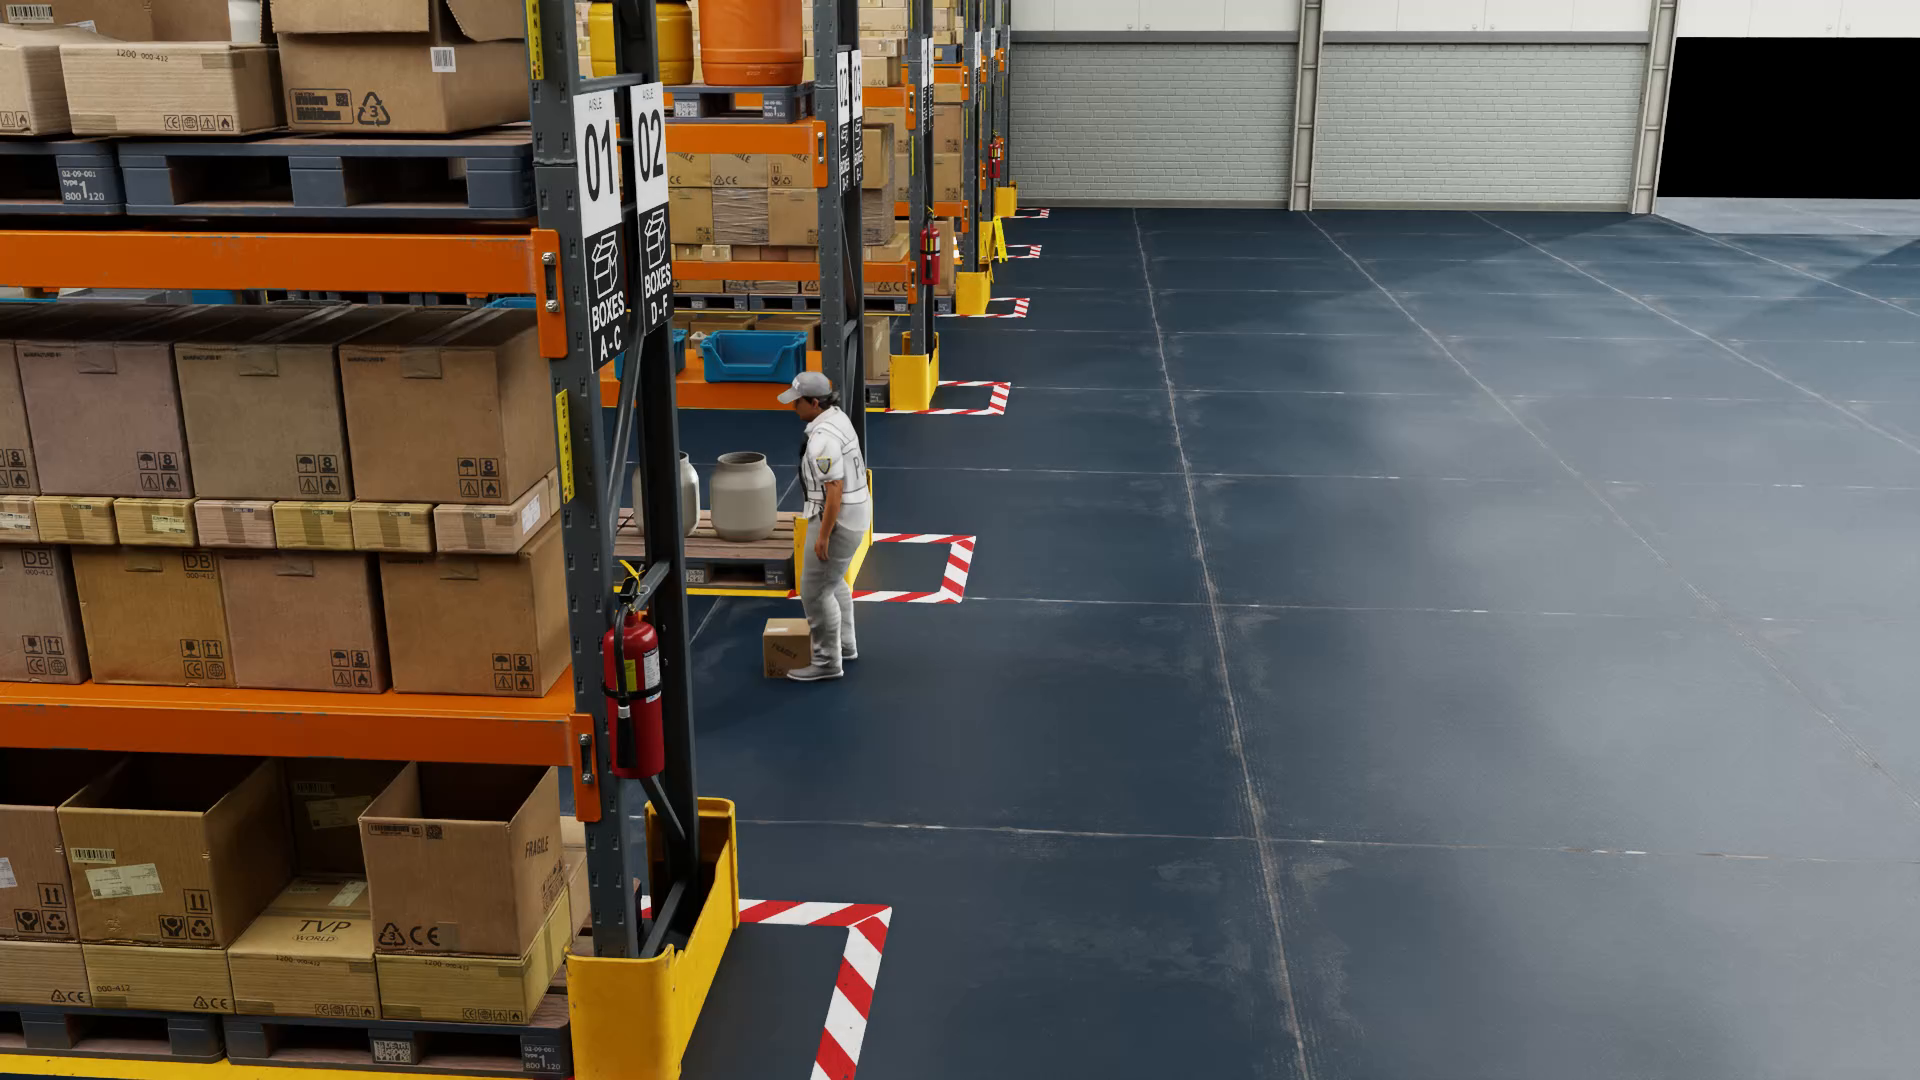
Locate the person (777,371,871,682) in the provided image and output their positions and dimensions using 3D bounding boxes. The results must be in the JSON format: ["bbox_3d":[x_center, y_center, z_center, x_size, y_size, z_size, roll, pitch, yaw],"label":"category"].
[{"bbox_3d":[-0.706,-0.085,8.809,0.470,1.664,0.549,0,18,1],"label":"person"}]
